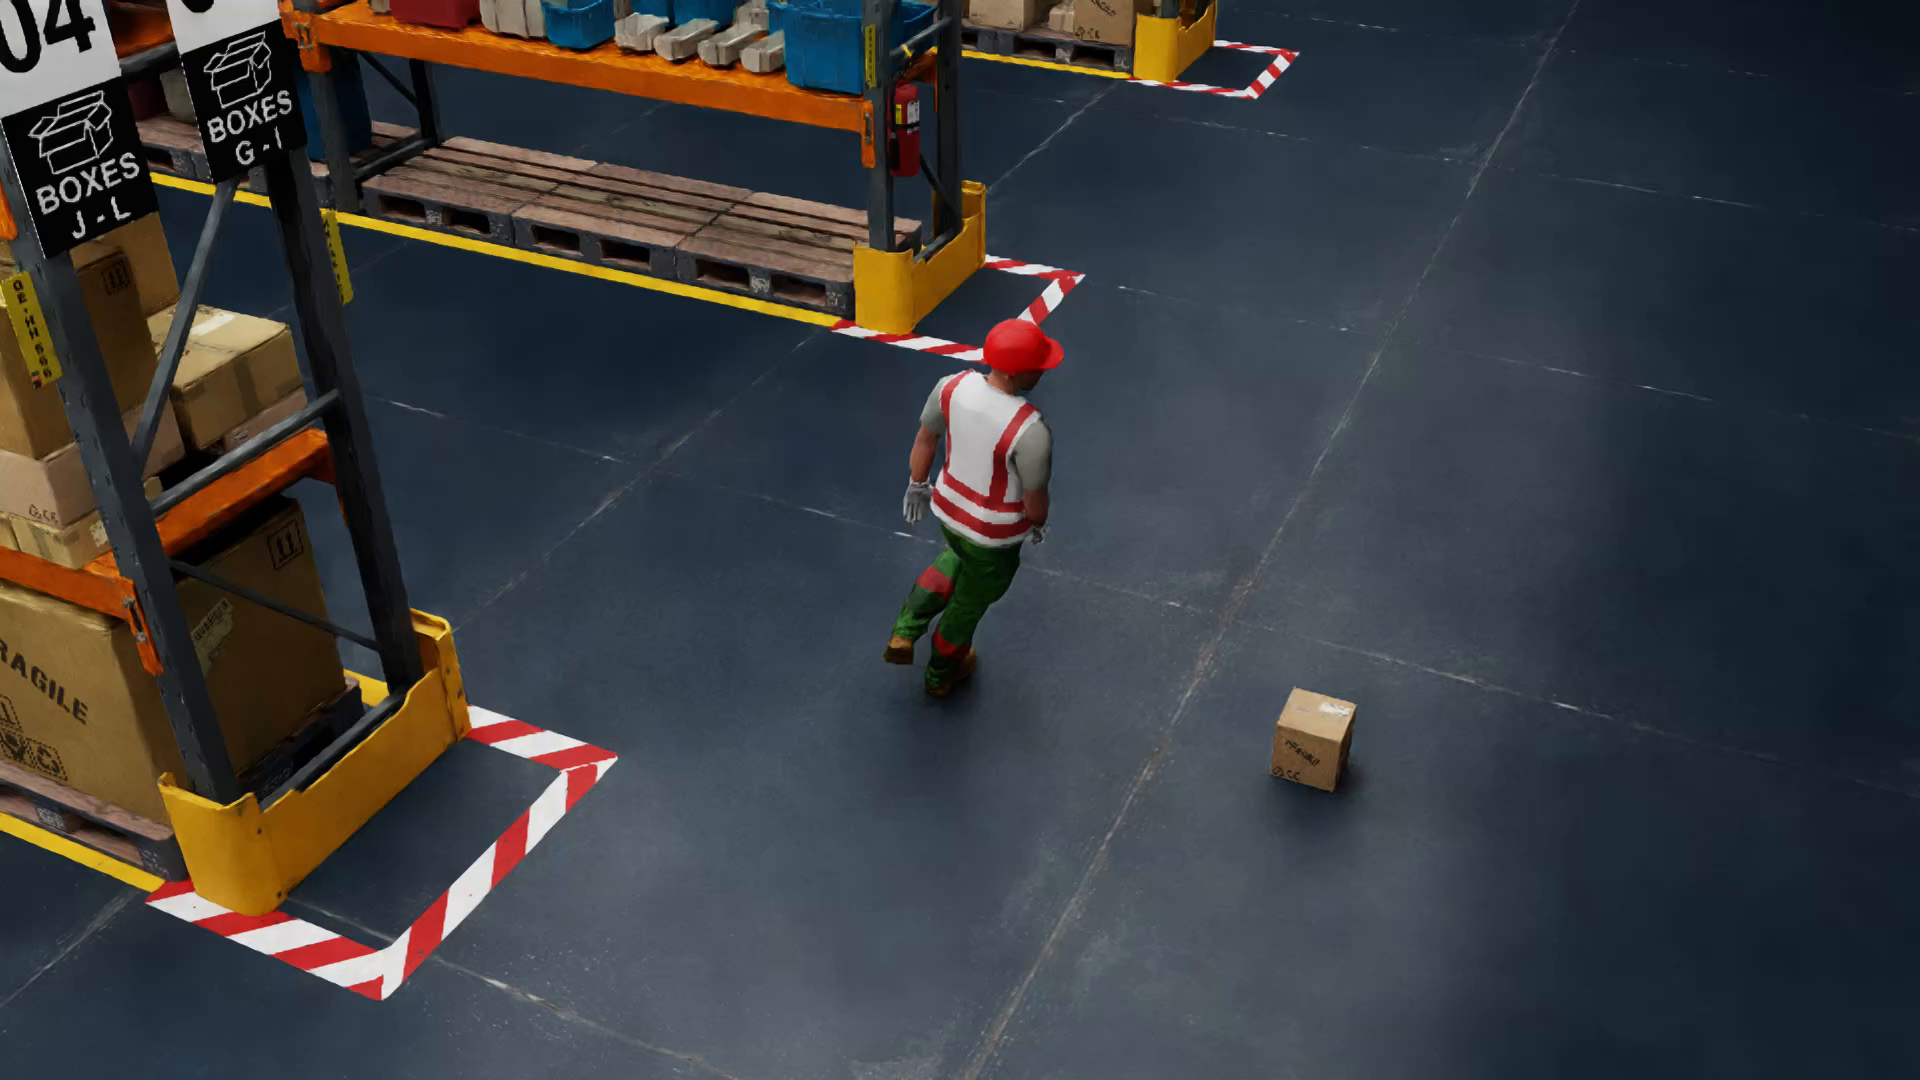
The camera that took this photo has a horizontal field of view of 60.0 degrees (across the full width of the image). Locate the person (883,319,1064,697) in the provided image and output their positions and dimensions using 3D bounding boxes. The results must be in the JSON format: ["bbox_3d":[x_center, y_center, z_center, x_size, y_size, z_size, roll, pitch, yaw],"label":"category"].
[{"bbox_3d":[0.058,-0.076,6.245,0.525,1.747,0.692,-28,43,-36],"label":"person"}]
